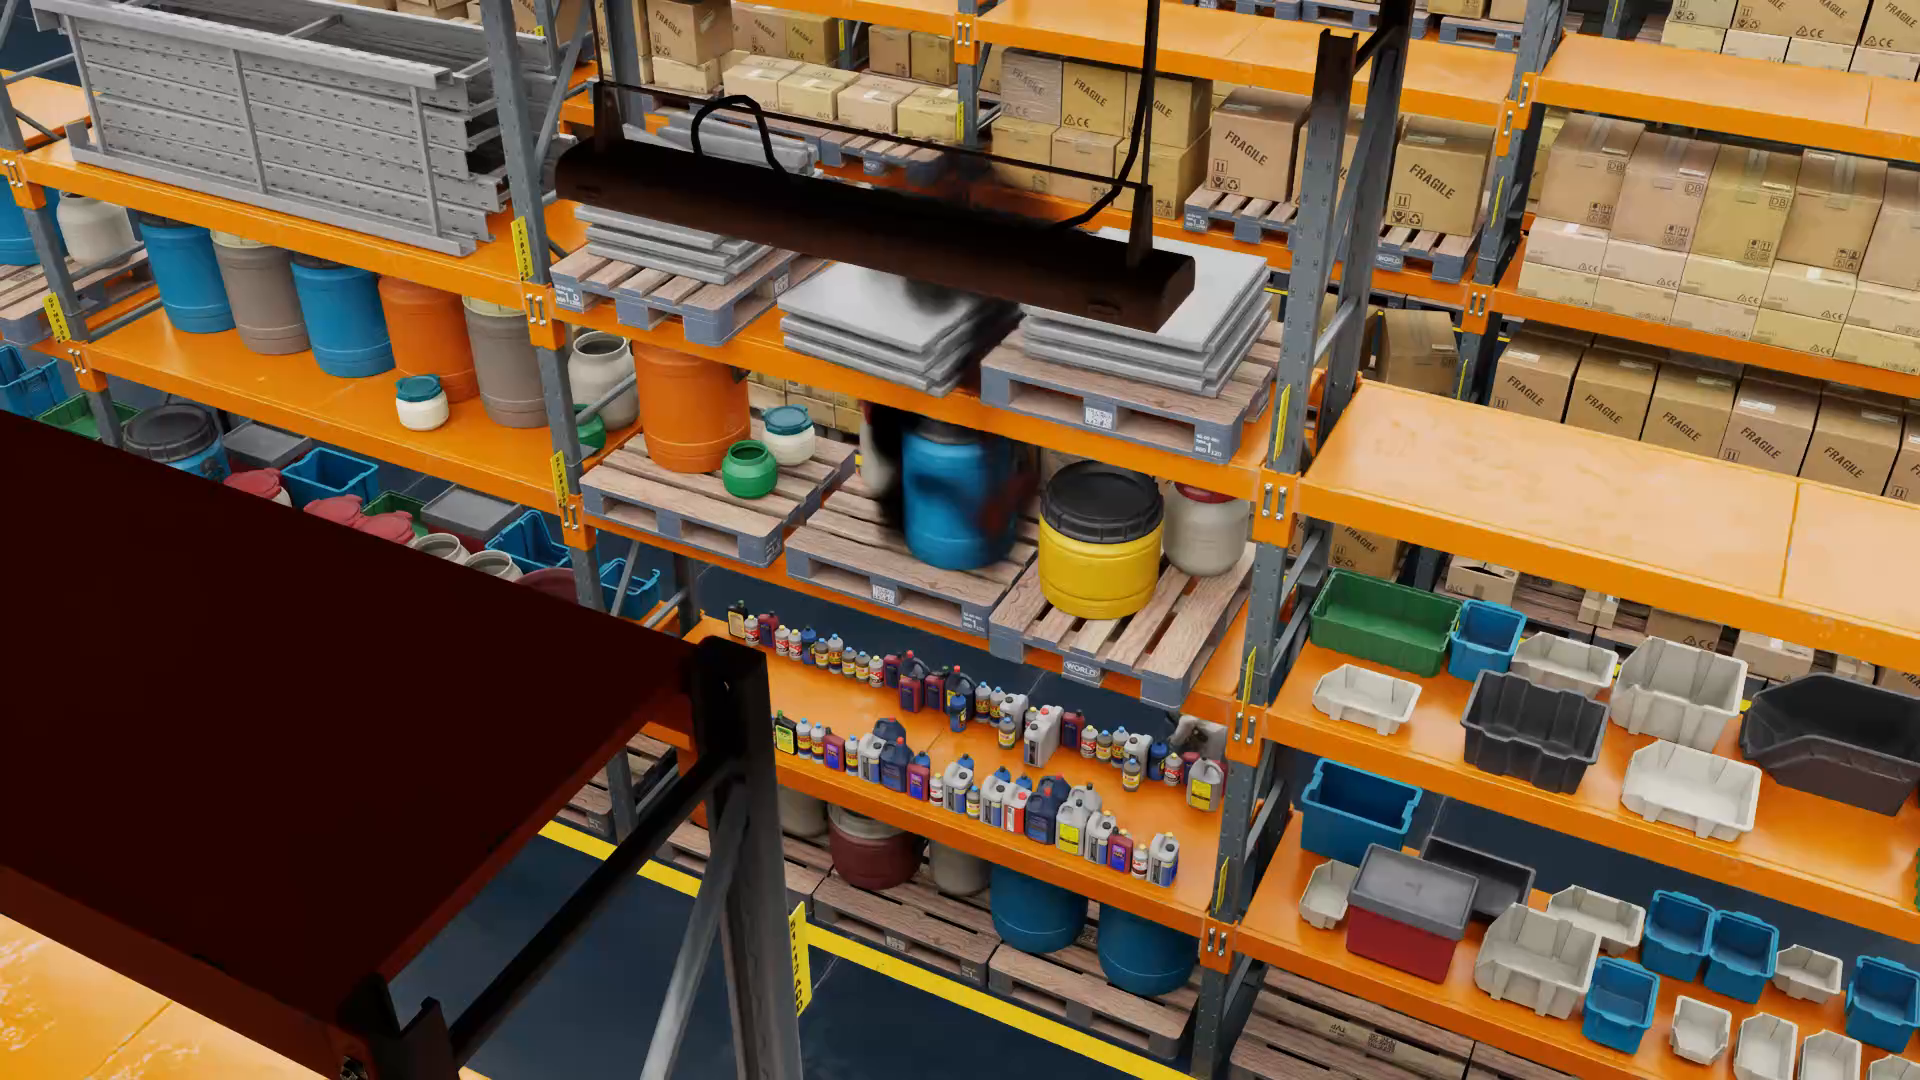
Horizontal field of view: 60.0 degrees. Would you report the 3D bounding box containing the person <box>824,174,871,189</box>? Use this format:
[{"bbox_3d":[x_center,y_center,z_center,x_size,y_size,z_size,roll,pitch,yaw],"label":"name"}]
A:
[{"bbox_3d":[-1.066,-3.803,17.788,0.801,1.711,0.662,0,35,1],"label":"person"}]

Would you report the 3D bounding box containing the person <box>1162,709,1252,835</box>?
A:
[{"bbox_3d":[1.578,1.236,10.791,0.848,1.518,0.630,4,35,6],"label":"person"}]
